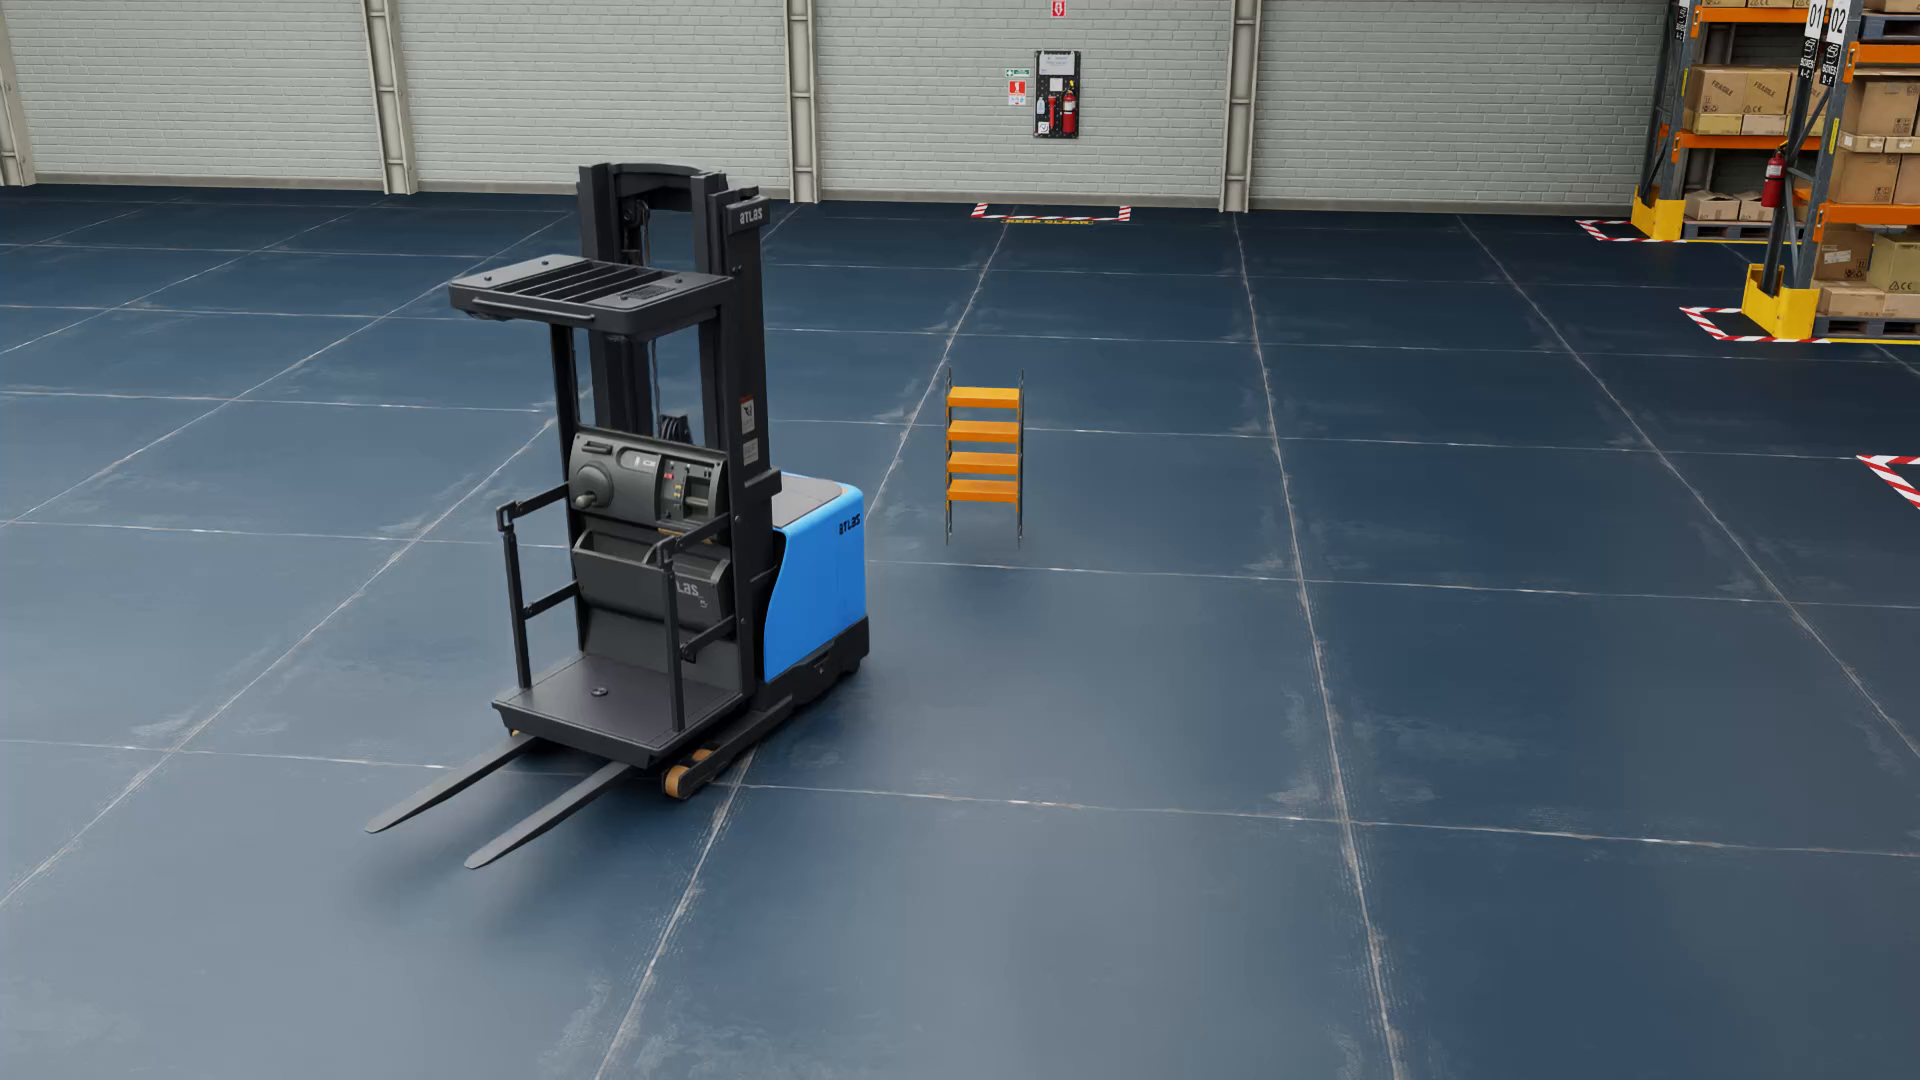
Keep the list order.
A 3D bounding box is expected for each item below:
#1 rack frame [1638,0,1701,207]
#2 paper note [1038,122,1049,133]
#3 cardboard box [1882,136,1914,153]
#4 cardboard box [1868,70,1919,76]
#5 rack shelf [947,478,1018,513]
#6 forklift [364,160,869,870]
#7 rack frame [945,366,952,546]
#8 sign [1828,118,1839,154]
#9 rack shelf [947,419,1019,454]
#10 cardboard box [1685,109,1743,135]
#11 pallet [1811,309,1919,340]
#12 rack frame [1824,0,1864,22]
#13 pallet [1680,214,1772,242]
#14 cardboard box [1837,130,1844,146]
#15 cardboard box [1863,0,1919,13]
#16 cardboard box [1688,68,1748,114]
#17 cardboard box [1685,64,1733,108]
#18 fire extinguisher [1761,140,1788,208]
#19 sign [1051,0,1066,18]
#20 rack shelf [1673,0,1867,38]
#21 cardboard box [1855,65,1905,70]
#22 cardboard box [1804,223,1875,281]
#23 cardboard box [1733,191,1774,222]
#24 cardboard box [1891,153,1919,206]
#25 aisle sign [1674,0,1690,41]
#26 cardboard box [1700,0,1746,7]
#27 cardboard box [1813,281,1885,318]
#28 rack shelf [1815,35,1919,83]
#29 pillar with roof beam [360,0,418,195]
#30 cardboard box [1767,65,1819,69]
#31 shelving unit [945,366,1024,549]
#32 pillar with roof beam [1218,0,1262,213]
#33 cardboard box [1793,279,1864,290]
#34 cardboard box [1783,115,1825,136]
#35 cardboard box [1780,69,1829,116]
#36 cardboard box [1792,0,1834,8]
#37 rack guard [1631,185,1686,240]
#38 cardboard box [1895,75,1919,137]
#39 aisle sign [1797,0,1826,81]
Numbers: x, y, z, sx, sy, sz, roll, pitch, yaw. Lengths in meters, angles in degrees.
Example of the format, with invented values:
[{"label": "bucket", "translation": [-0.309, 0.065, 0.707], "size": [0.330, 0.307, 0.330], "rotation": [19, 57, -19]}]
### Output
[{"label": "rack frame", "translation": [8.934, -5.402, 21.025], "size": [0.127, 3.000, 1.000], "rotation": [2, 22, 6]}, {"label": "paper note", "translation": [1.156, -5.692, 22.954], "size": [0.142, 0.148, 0.016], "rotation": [2, 22, 6]}, {"label": "cardboard box", "translation": [8.982, -3.836, 16.044], "size": [0.250, 0.149, 0.380], "rotation": [2, 22, 5]}, {"label": "cardboard box", "translation": [11.405, -5.470, 20.354], "size": [0.500, 0.500, 0.500], "rotation": [2, 22, 5]}, {"label": "rack shelf", "translation": [0.164, -0.304, 11.299], "size": [0.480, 0.148, 0.258], "rotation": [2, 22, 6]}, {"label": "forklift", "translation": [-1.676, -0.273, 8.144], "size": [1.130, 2.935, 3.031], "rotation": [11, 24, 27]}, {"label": "rack frame", "translation": [-0.078, -0.561, 11.228], "size": [0.015, 1.200, 0.240], "rotation": [2, 22, 6]}, {"label": "sign", "translation": [8.284, -3.831, 15.764], "size": [0.005, 0.325, 0.100], "rotation": [2, 22, 6]}, {"label": "rack shelf", "translation": [0.164, -0.696, 11.144], "size": [0.480, 0.148, 0.258], "rotation": [2, 22, 6]}, {"label": "cardboard box", "translation": [9.381, -5.205, 20.702], "size": [0.500, 0.250, 0.500], "rotation": [2, 22, 5]}, {"label": "pallet", "translation": [9.119, -2.279, 16.917], "size": [1.213, 0.211, 1.003], "rotation": [2, 22, 6]}, {"label": "rack frame", "translation": [8.355, -6.383, 15.347], "size": [0.127, 3.000, 1.000], "rotation": [2, 22, 6]}, {"label": "pallet", "translation": [9.812, -4.054, 21.408], "size": [1.213, 0.211, 1.003], "rotation": [2, 22, 6]}, {"label": "cardboard box", "translation": [8.757, -3.995, 16.446], "size": [0.250, 0.149, 0.380], "rotation": [2, 22, 5]}, {"label": "cardboard box", "translation": [8.925, -5.271, 15.710], "size": [0.637, 0.503, 0.797], "rotation": [4, 22, 10]}, {"label": "cardboard box", "translation": [9.373, -5.560, 20.581], "size": [0.500, 0.500, 0.500], "rotation": [3, 22, 6]}, {"label": "cardboard box", "translation": [9.427, -5.748, 21.056], "size": [0.500, 0.500, 0.500], "rotation": [2, 22, 6]}, {"label": "fire extinguisher", "translation": [8.292, -3.732, 16.906], "size": [0.183, 0.674, 0.296], "rotation": [2, 22, 6]}, {"label": "sign", "translation": [1.327, -7.183, 22.376], "size": [0.199, 0.298, 0.001], "rotation": [2, 22, 6]}, {"label": "rack shelf", "translation": [10.920, -6.376, 20.387], "size": [4.000, 0.370, 1.077], "rotation": [2, 22, 6]}, {"label": "cardboard box", "translation": [11.457, -5.662, 20.837], "size": [0.500, 0.500, 0.500], "rotation": [3, 22, 8]}, {"label": "cardboard box", "translation": [8.923, -2.944, 16.956], "size": [0.500, 0.500, 0.500], "rotation": [2, 22, 6]}, {"label": "cardboard box", "translation": [10.177, -4.269, 21.217], "size": [0.500, 0.311, 0.500], "rotation": [4, 22, 11]}, {"label": "cardboard box", "translation": [9.339, -3.594, 16.315], "size": [0.500, 0.500, 0.700], "rotation": [3, 22, 8]}, {"label": "aisle sign", "translation": [8.827, -6.505, 20.278], "size": [0.004, 0.787, 0.394], "rotation": [2, 22, 6]}, {"label": "cardboard box", "translation": [9.237, -6.747, 20.184], "size": [0.500, 0.500, 0.500], "rotation": [3, 22, 8]}, {"label": "cardboard box", "translation": [8.861, -2.406, 16.614], "size": [0.500, 0.250, 0.500], "rotation": [2, 22, 6]}, {"label": "rack shelf", "translation": [10.341, -4.567, 15.812], "size": [4.000, 0.370, 1.077], "rotation": [2, 22, 6]}, {"label": "pillar with roof beam", "translation": [-8.650, -7.685, 18.638], "size": [0.400, 9.000, 9.100], "rotation": [2, 22, 6]}, {"label": "cardboard box", "translation": [10.440, -5.702, 20.939], "size": [0.500, 0.500, 0.500], "rotation": [2, 22, 5]}, {"label": "shelving unit", "translation": [0.164, -0.551, 11.201], "size": [0.503, 1.200, 0.258], "rotation": [2, 22, 6]}, {"label": "pillar with roof beam", "translation": [3.266, -7.166, 17.325], "size": [0.400, 9.000, 9.100], "rotation": [2, 22, 6]}, {"label": "cardboard box", "translation": [8.922, -2.595, 17.092], "size": [0.500, 0.250, 0.500], "rotation": [2, 22, 6]}, {"label": "cardboard box", "translation": [10.404, -5.163, 20.597], "size": [0.500, 0.250, 0.500], "rotation": [2, 22, 5]}, {"label": "cardboard box", "translation": [10.375, -5.511, 20.455], "size": [0.500, 0.500, 0.500], "rotation": [2, 22, 5]}, {"label": "cardboard box", "translation": [10.282, -6.690, 20.039], "size": [0.500, 0.500, 0.500], "rotation": [4, 22, 9]}, {"label": "rack guard", "translation": [9.010, -4.237, 21.476], "size": [0.348, 0.500, 1.175], "rotation": [2, 22, 6]}, {"label": "cardboard box", "translation": [9.393, -4.195, 16.072], "size": [0.500, 0.500, 0.700], "rotation": [2, 22, 5]}, {"label": "aisle sign", "translation": [8.324, -4.913, 16.250], "size": [0.004, 0.787, 0.394], "rotation": [2, 22, 6]}]
